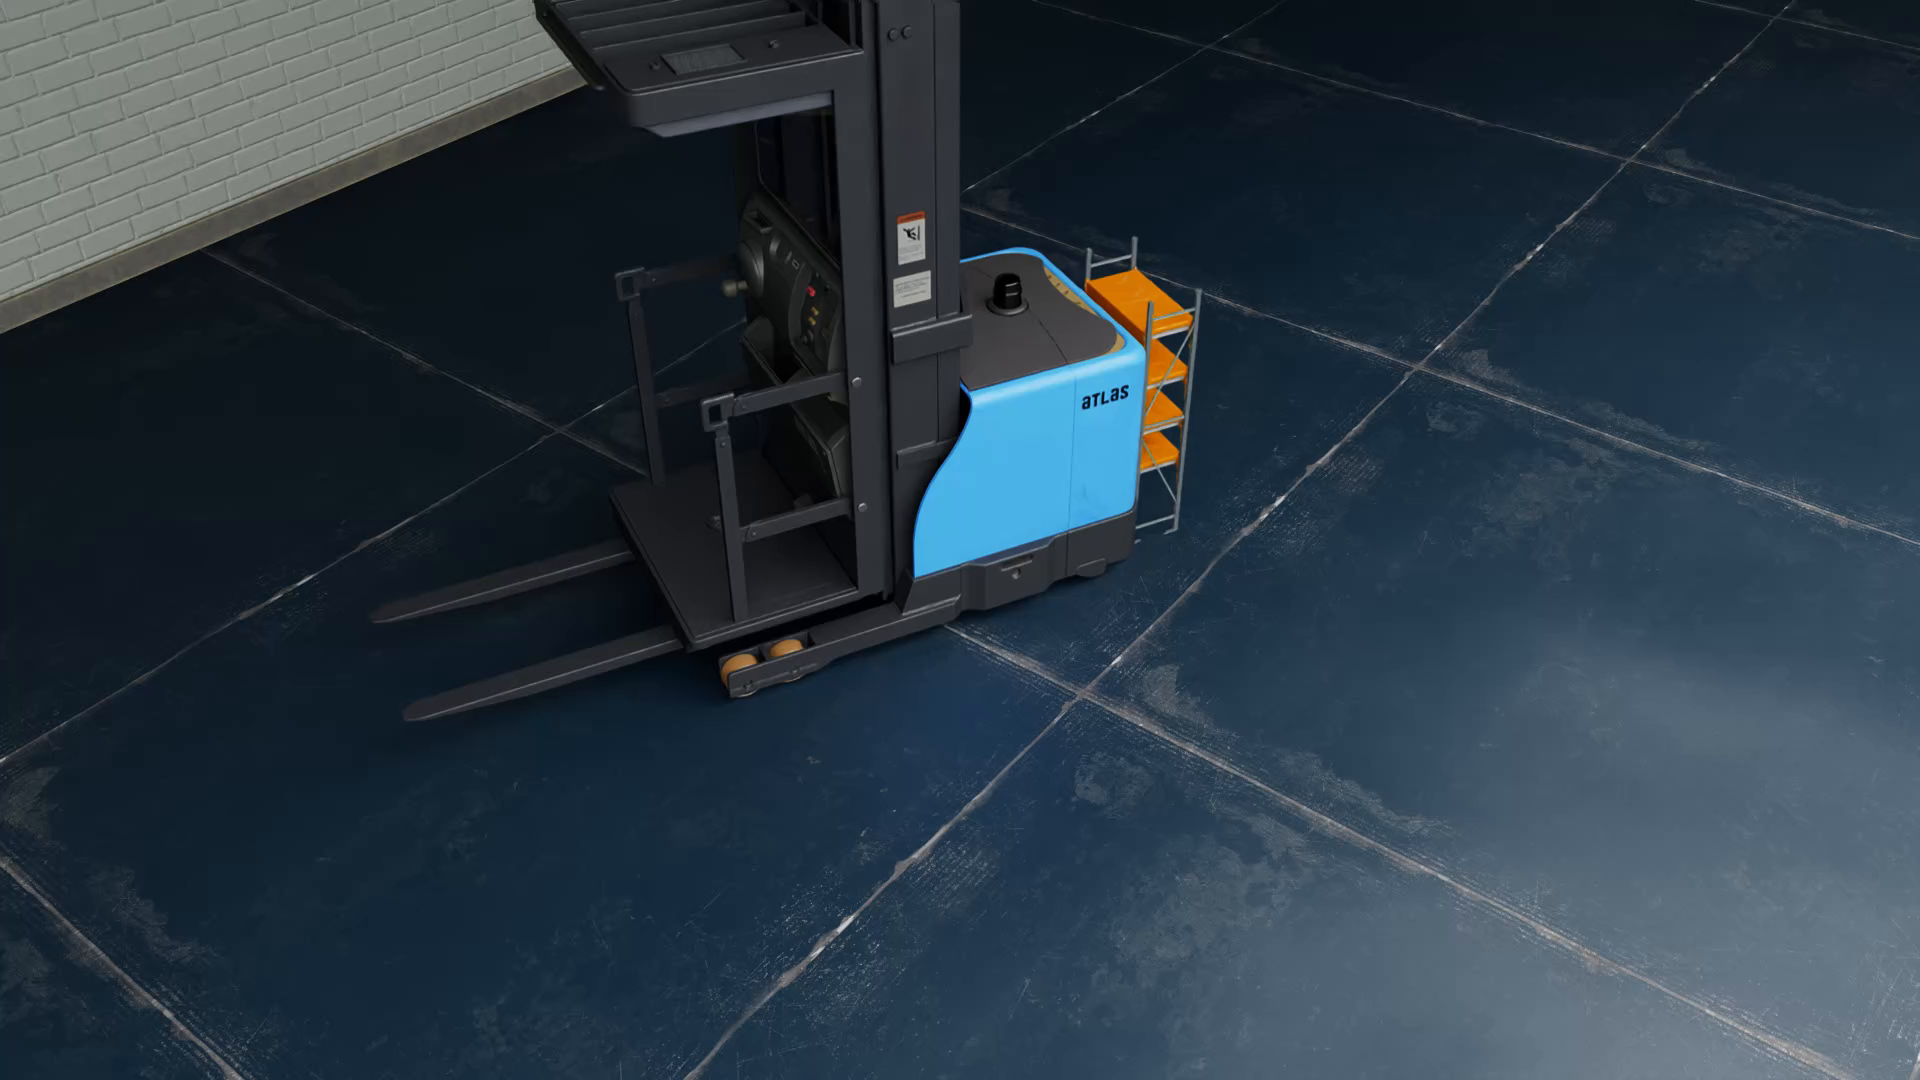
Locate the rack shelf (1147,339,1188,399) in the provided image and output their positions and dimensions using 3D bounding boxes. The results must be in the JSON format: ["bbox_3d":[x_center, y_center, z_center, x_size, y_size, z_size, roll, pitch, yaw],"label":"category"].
[{"bbox_3d":[0.736,-0.744,6.973,0.258,0.148,0.480,-17,41,-20],"label":"rack shelf"}]

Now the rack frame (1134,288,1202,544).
[{"bbox_3d":[0.844,-0.486,6.897,0.240,1.200,0.015,-17,41,-20],"label":"rack frame"}]

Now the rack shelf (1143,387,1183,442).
[{"bbox_3d":[0.736,-0.568,7.111,0.258,0.148,0.480,-17,41,-20],"label":"rack shelf"}]

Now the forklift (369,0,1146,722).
[{"bbox_3d":[-0.811,-0.918,6.044,3.031,2.935,1.130,-17,41,-20],"label":"forklift"}]

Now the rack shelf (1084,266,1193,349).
[{"bbox_3d":[0.736,-0.930,6.827,0.258,0.148,0.480,-17,41,-20],"label":"rack shelf"}]

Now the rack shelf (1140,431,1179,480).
[{"bbox_3d":[0.735,-0.411,7.233,0.258,0.148,0.480,-17,41,-20],"label":"rack shelf"}]

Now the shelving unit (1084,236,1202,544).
[{"bbox_3d":[0.736,-0.621,7.069,0.258,1.200,0.503,-17,41,-20],"label":"shelving unit"}]

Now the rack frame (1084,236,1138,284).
[{"bbox_3d":[0.627,-0.755,7.241,0.240,1.200,0.015,-17,41,-20],"label":"rack frame"}]
